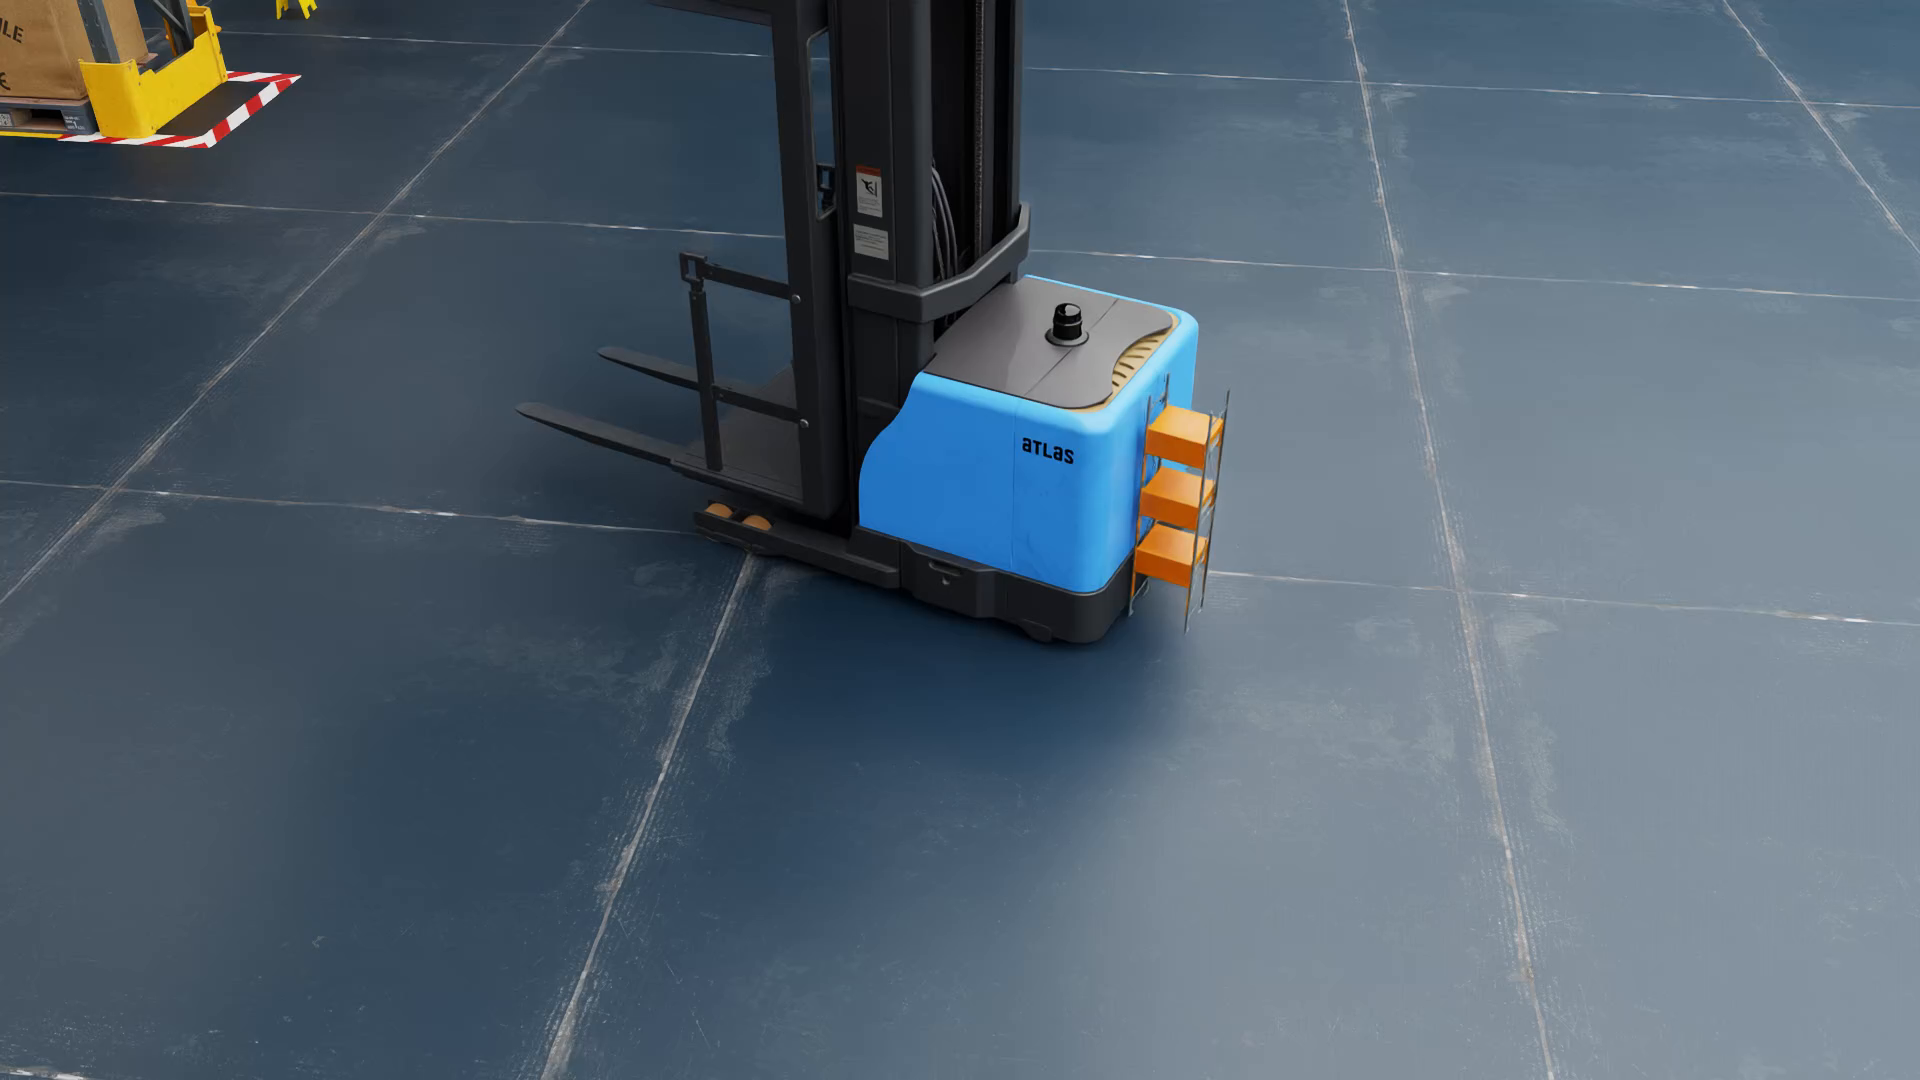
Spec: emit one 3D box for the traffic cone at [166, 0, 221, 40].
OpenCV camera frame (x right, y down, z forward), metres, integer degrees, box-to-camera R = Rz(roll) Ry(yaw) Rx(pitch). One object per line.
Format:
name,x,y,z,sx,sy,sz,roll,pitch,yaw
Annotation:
traffic cone,-5.822,-4.033,12.503,0.334,0.463,0.336,4,36,6

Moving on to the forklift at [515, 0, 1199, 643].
forklift,-0.574,-1.384,6.666,3.031,2.935,1.130,17,39,22

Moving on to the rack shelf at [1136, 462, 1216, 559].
rack shelf,0.851,-0.118,6.527,0.240,0.259,0.215,18,39,22

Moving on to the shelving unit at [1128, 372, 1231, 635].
shelving unit,0.852,-0.127,6.521,0.252,1.050,0.215,18,39,22

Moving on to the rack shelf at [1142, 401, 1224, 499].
rack shelf,0.855,-0.348,6.360,0.240,0.259,0.215,18,39,22

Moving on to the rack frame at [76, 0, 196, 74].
rack frame,-5.476,-4.208,10.564,0.127,3.000,1.000,4,36,6

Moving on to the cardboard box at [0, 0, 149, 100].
cardboard box,-6.157,-3.527,11.077,0.875,0.875,0.875,4,36,6

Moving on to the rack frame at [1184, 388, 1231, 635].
rack frame,0.960,-0.092,6.476,0.008,1.050,0.200,18,39,22

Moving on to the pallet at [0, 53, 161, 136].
pallet,-6.279,-3.087,11.394,1.213,0.211,1.003,4,36,6

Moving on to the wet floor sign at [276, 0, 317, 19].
wet floor sign,-5.195,-4.389,12.844,0.232,0.644,0.267,-2,36,-2

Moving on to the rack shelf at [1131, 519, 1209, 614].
rack shelf,0.848,0.107,6.690,0.240,0.259,0.215,18,39,22

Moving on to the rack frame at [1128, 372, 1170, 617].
rack frame,0.744,-0.162,6.566,0.008,1.050,0.200,18,39,22

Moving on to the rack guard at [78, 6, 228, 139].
rack guard,-5.452,-3.189,11.288,0.348,0.500,1.175,4,36,6
